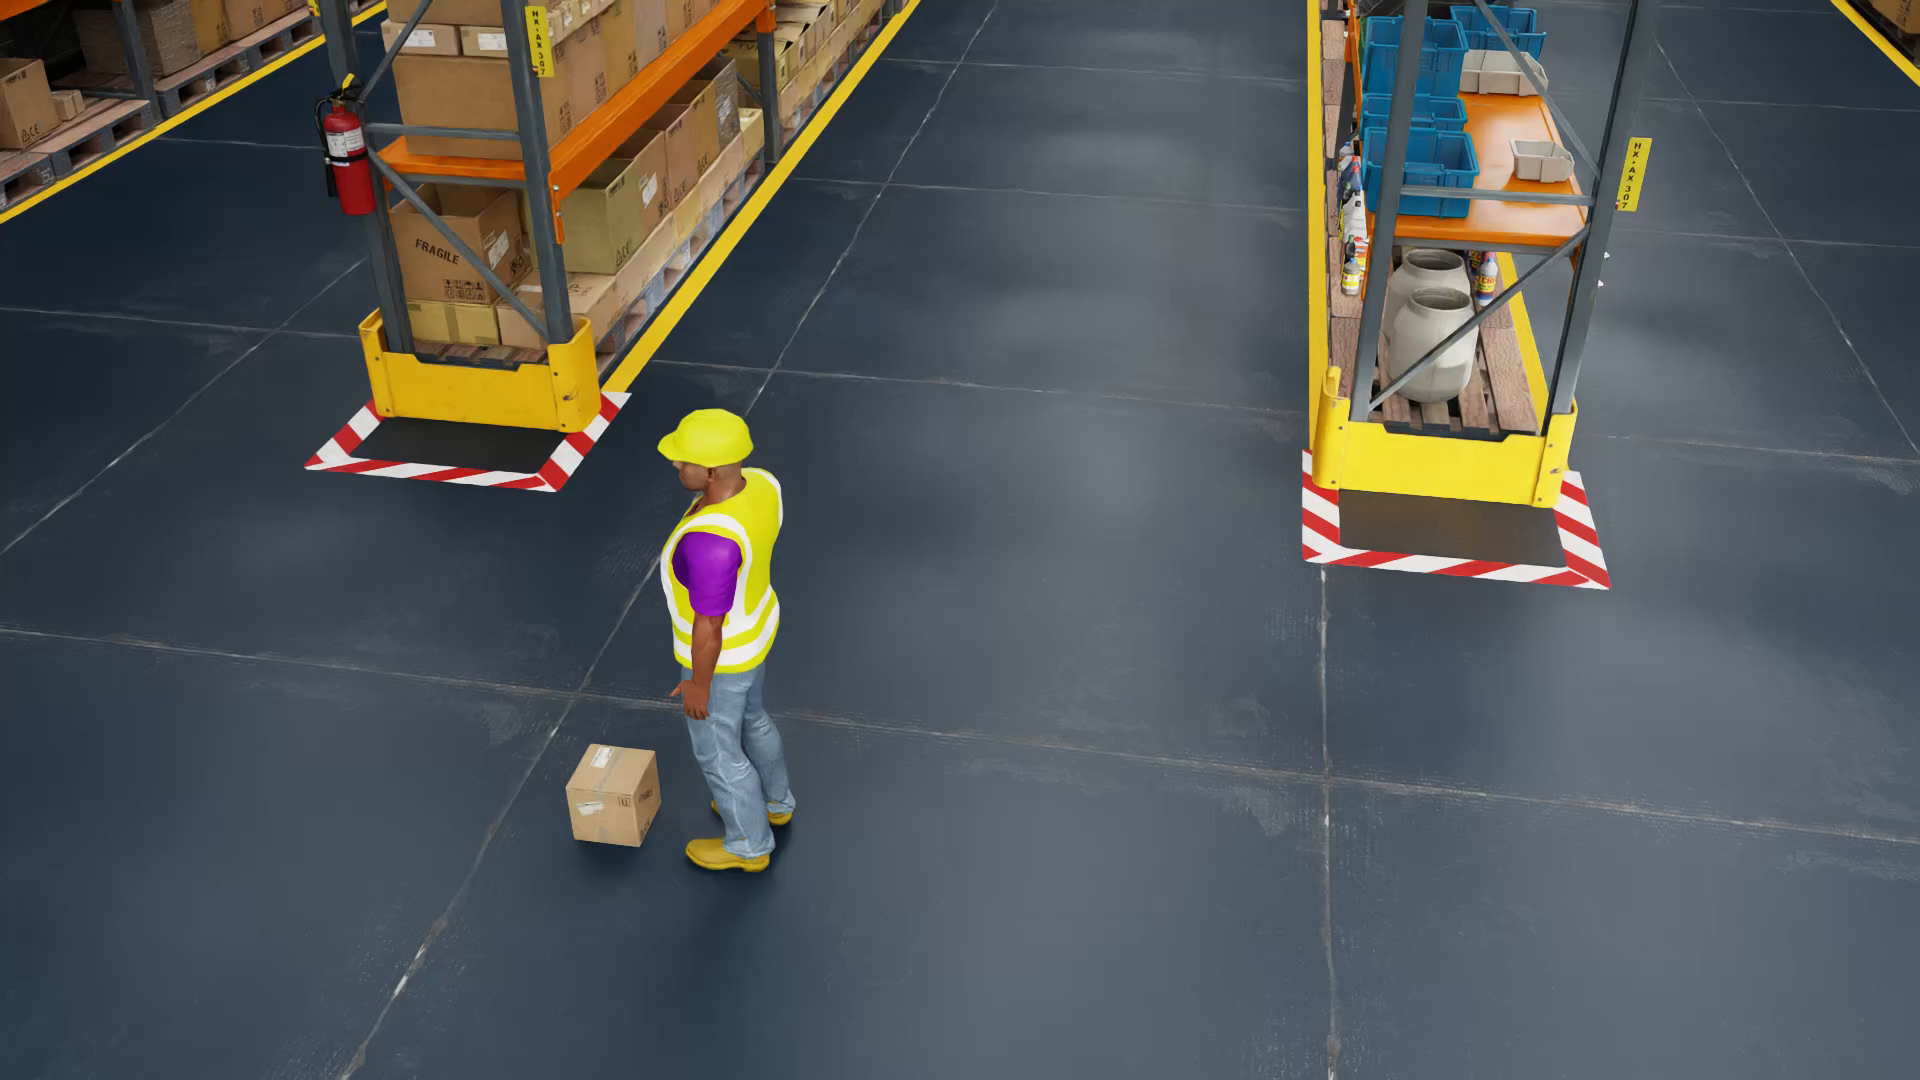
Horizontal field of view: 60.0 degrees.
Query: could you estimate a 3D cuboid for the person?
[{"bbox_3d":[-0.783,0.348,5.568,0.361,1.760,0.562,6,33,9],"label":"person"}]
